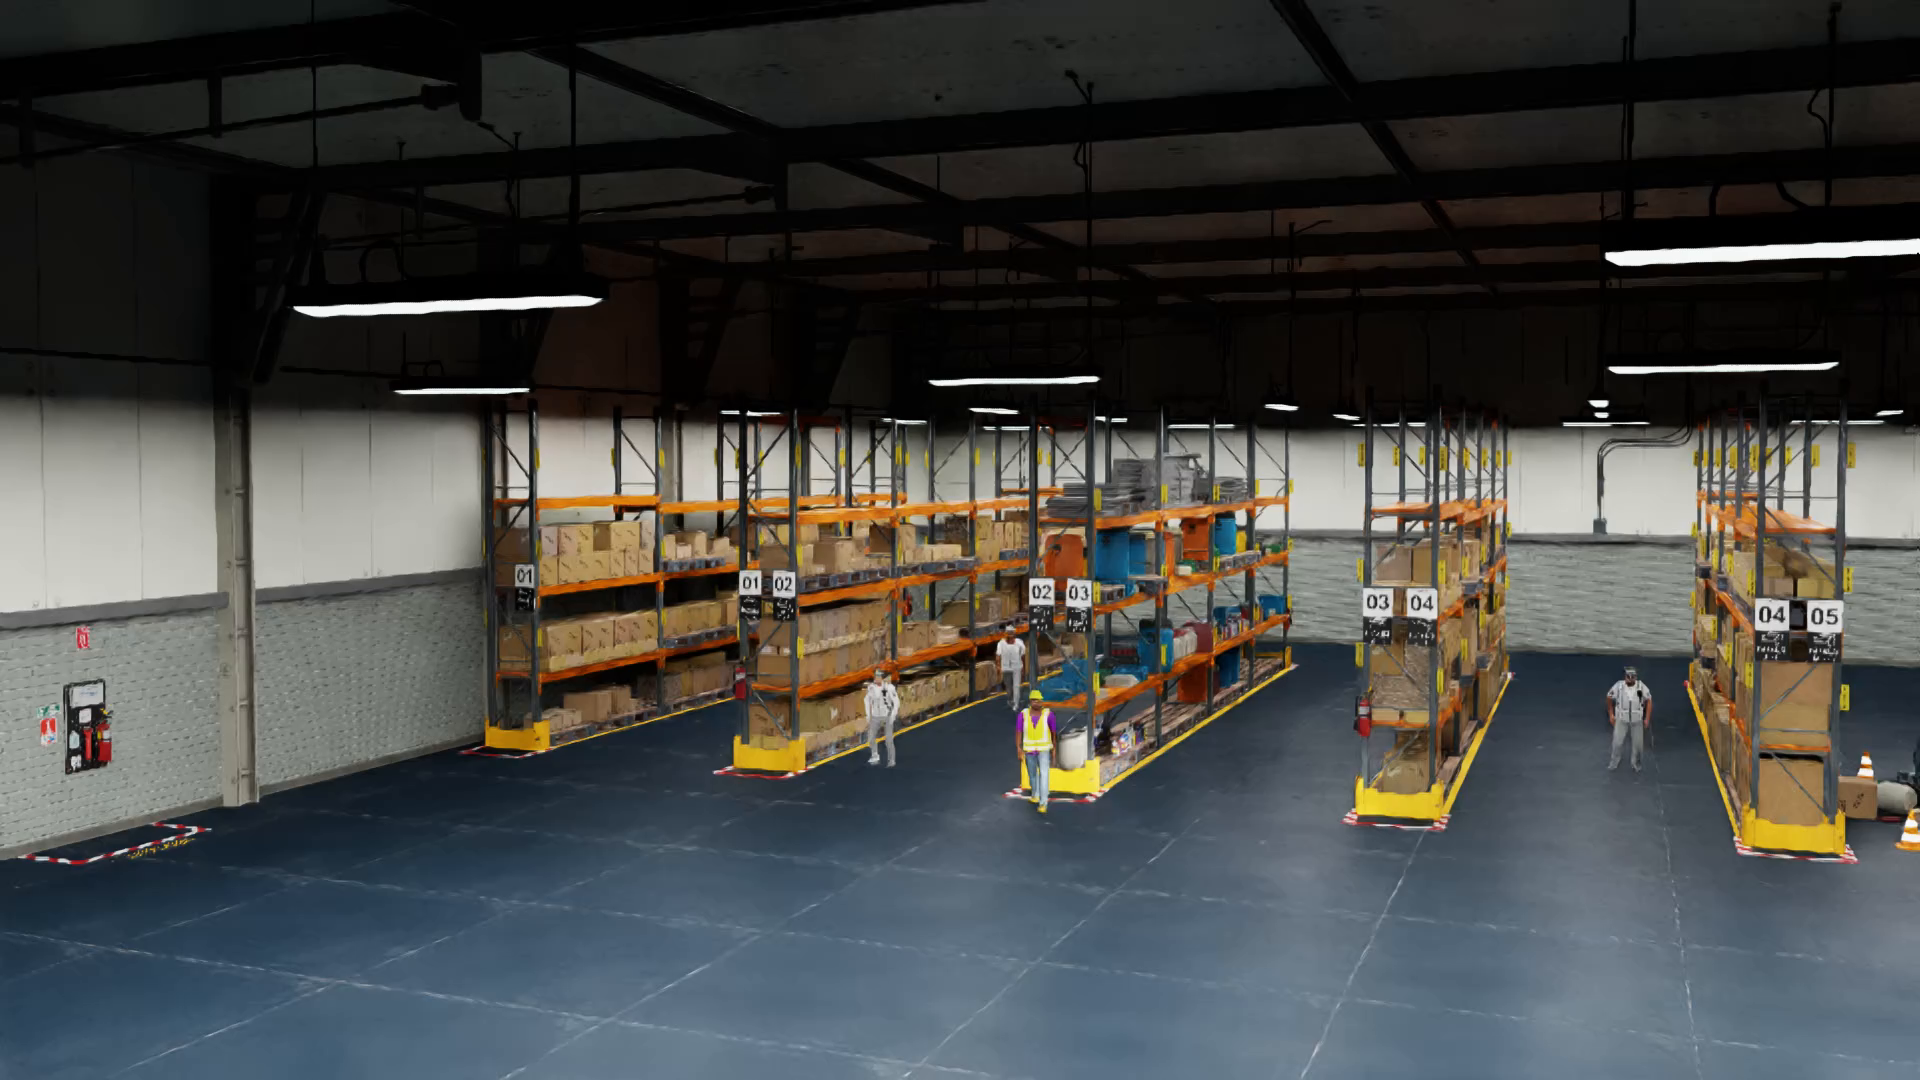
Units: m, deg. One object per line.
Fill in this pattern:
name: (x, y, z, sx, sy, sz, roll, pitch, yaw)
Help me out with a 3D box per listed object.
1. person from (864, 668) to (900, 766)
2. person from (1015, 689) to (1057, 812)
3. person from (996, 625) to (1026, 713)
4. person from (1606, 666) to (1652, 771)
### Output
person: (-1.272, 2.860, 27.027, 0.637, 1.632, 0.512, 1, 3, 20)
person: (1.073, 2.972, 23.648, 0.569, 1.709, 1.035, 1, 3, 13)
person: (0.994, 2.521, 32.815, 0.571, 1.708, 1.035, 1, 3, 13)
person: (10.679, 2.840, 26.545, 0.682, 1.715, 0.536, 1, 3, 19)
